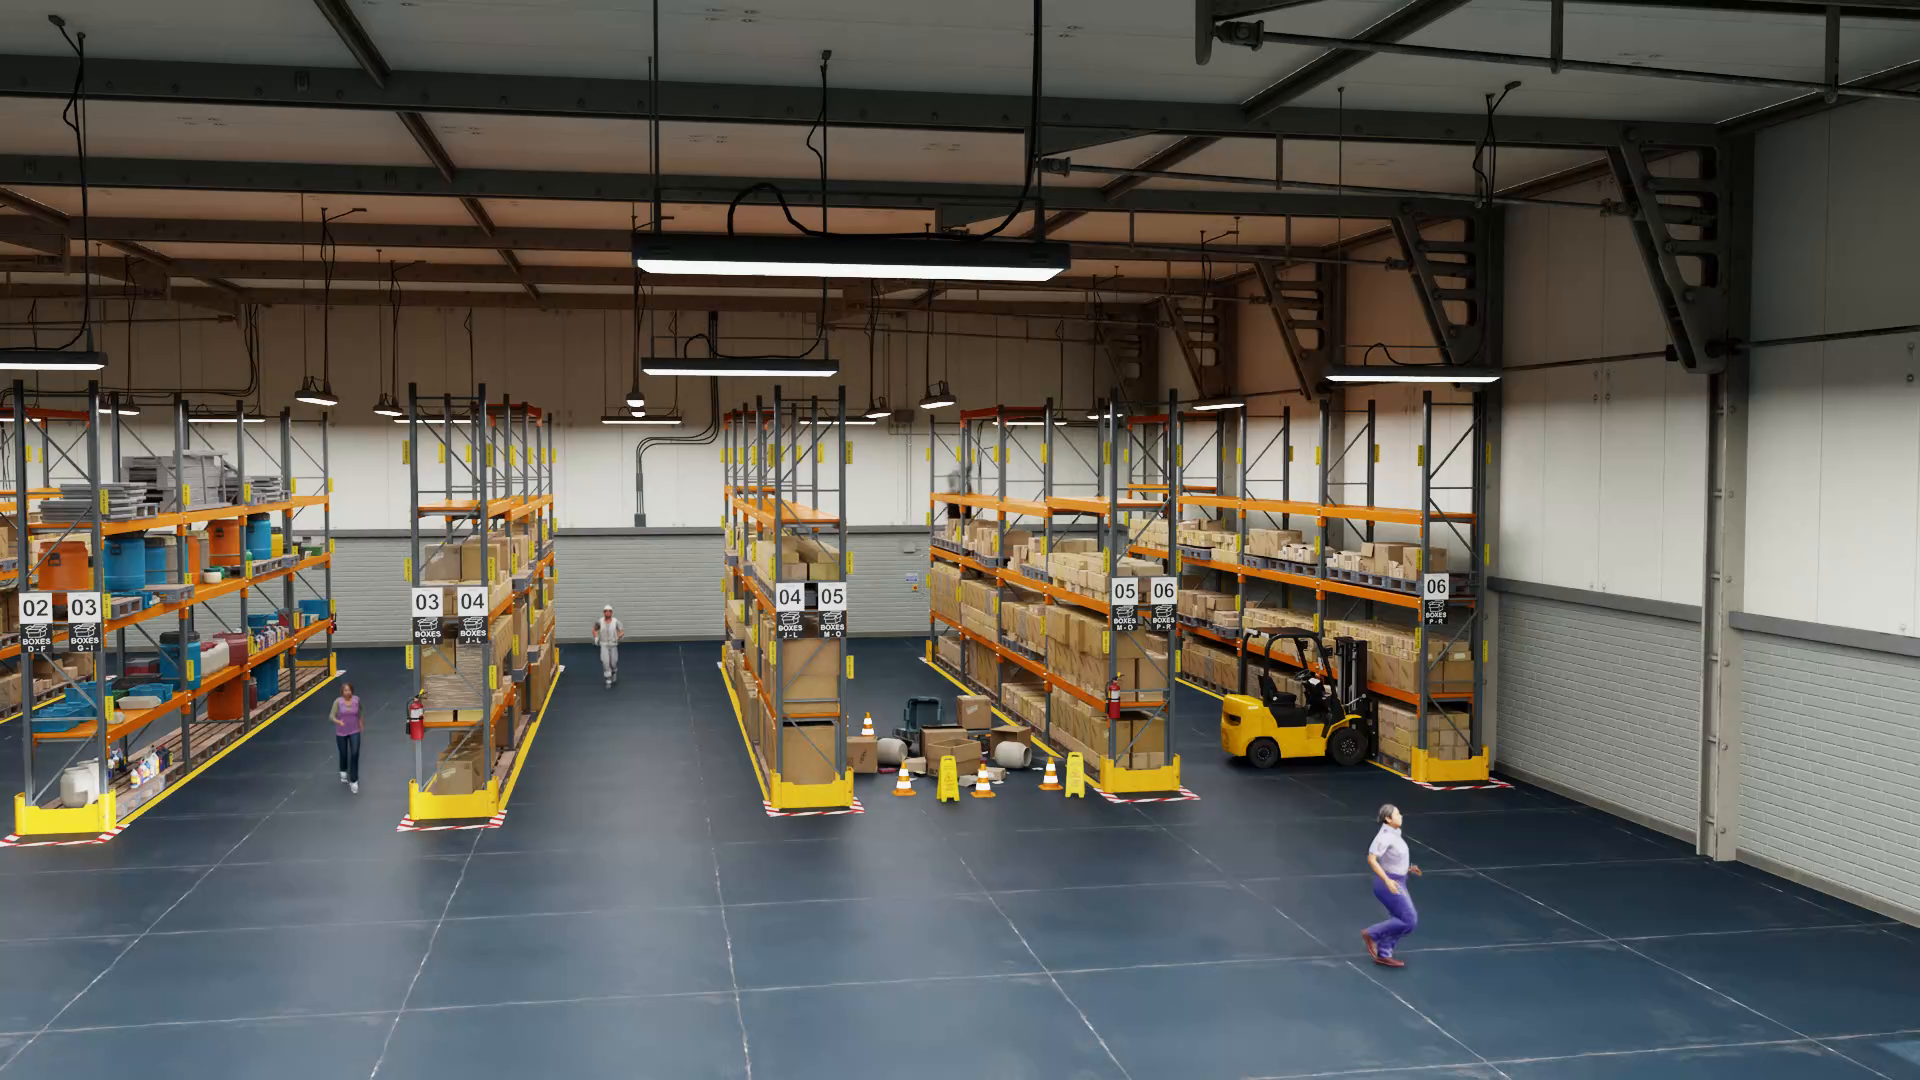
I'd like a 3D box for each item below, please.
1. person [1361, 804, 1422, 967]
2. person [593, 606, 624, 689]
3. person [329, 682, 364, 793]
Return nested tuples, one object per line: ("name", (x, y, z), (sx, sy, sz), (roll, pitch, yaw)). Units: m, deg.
("person", (4.228, 3.386, 16.272), (0.547, 1.592, 0.607), (1, 3, 20))
("person", (-7.592, 2.297, 35.880), (0.663, 1.777, 0.802), (-1, 3, -10))
("person", (-9.218, 2.940, 25.019), (0.509, 1.599, 0.823), (-1, 3, -23))
